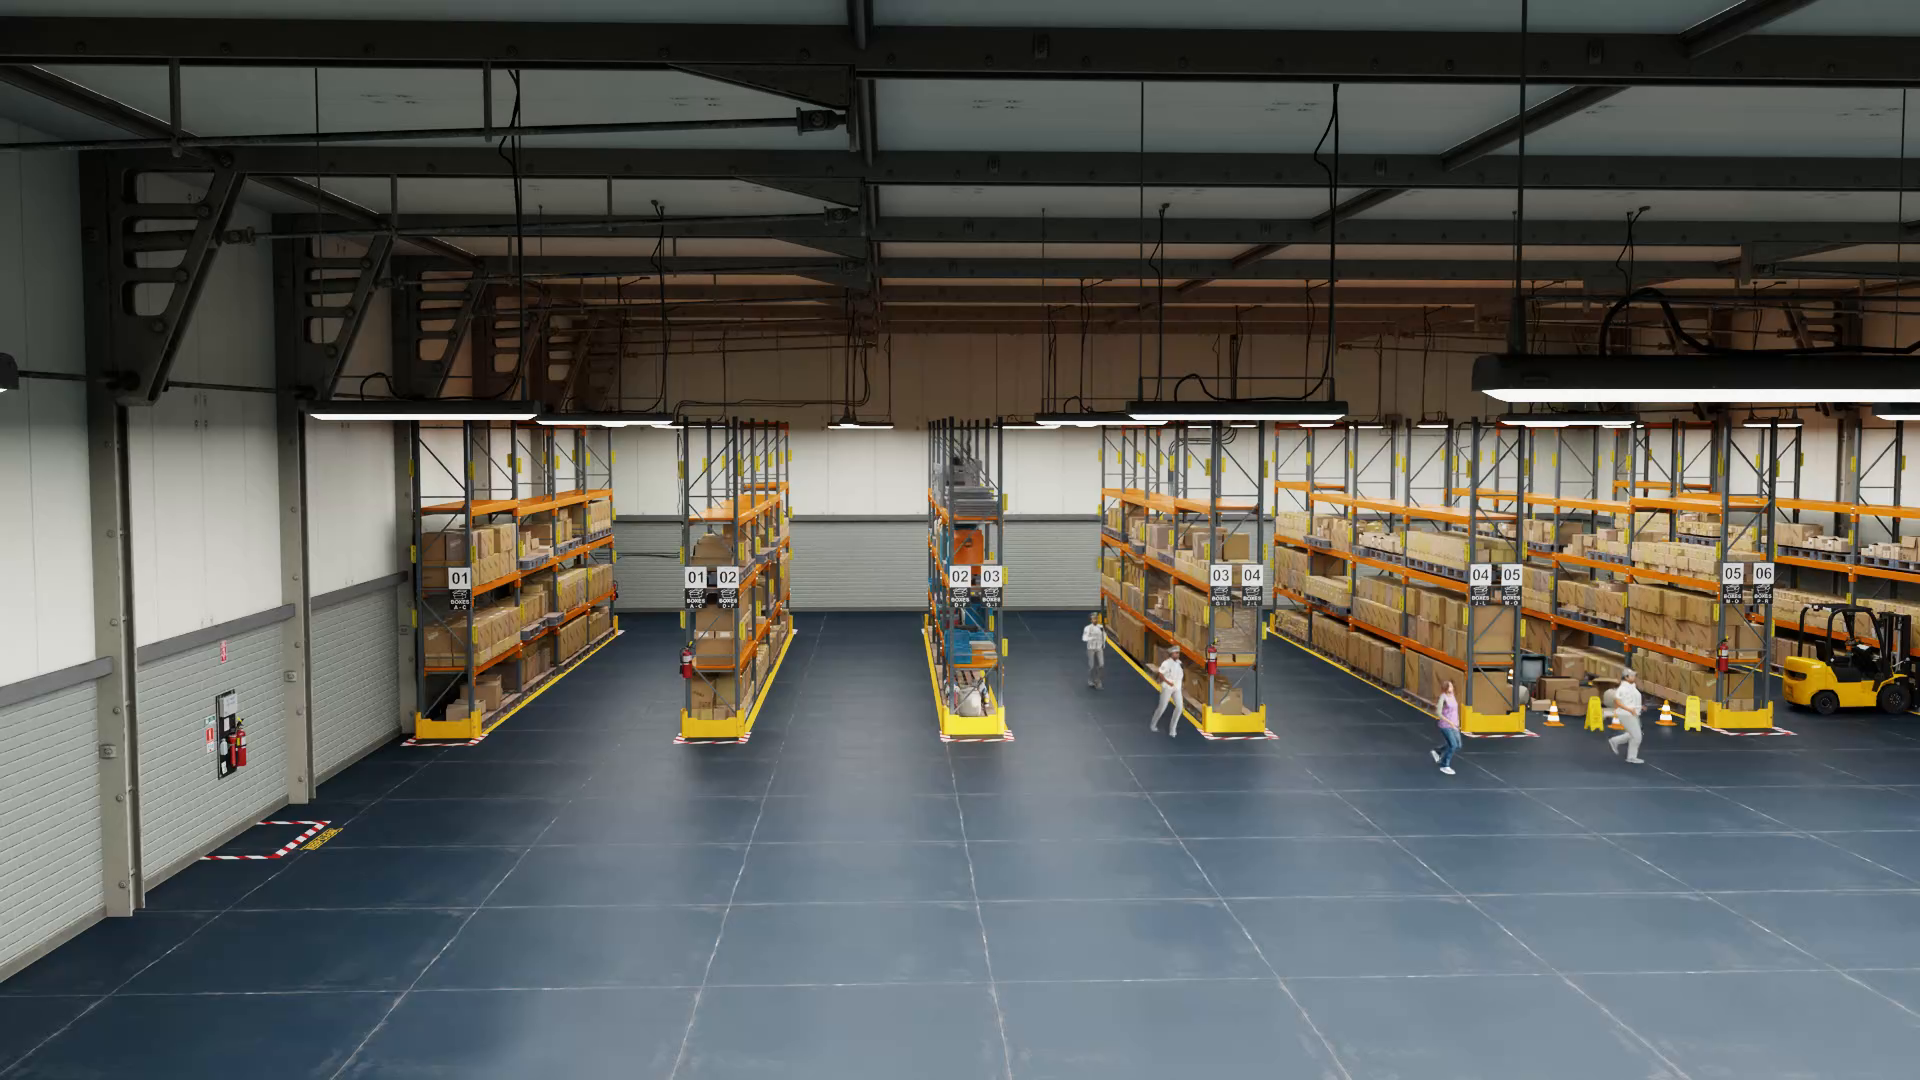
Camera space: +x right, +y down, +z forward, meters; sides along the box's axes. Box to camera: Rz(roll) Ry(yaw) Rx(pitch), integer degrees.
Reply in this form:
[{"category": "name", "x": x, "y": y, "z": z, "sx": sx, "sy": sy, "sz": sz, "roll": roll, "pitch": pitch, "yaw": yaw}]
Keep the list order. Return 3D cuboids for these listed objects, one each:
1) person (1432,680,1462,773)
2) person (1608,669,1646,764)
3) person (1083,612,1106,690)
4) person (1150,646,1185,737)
[{"category": "person", "x": 8.162, "y": 3.130, "z": 27.937, "sx": 0.496, "sy": 1.563, "sz": 0.541, "roll": 3, "pitch": 5, "yaw": 42}, {"category": "person", "x": 11.550, "y": 3.031, "z": 28.822, "sx": 0.664, "sy": 1.620, "sz": 0.612, "roll": 3, "pitch": 5, "yaw": 41}, {"category": "person", "x": 3.016, "y": 2.465, "z": 37.014, "sx": 0.592, "sy": 1.734, "sz": 0.684, "roll": -1, "pitch": 4, "yaw": -10}, {"category": "person", "x": 3.998, "y": 2.847, "z": 31.507, "sx": 0.660, "sy": 1.712, "sz": 0.686, "roll": -2, "pitch": 4, "yaw": -23}]
